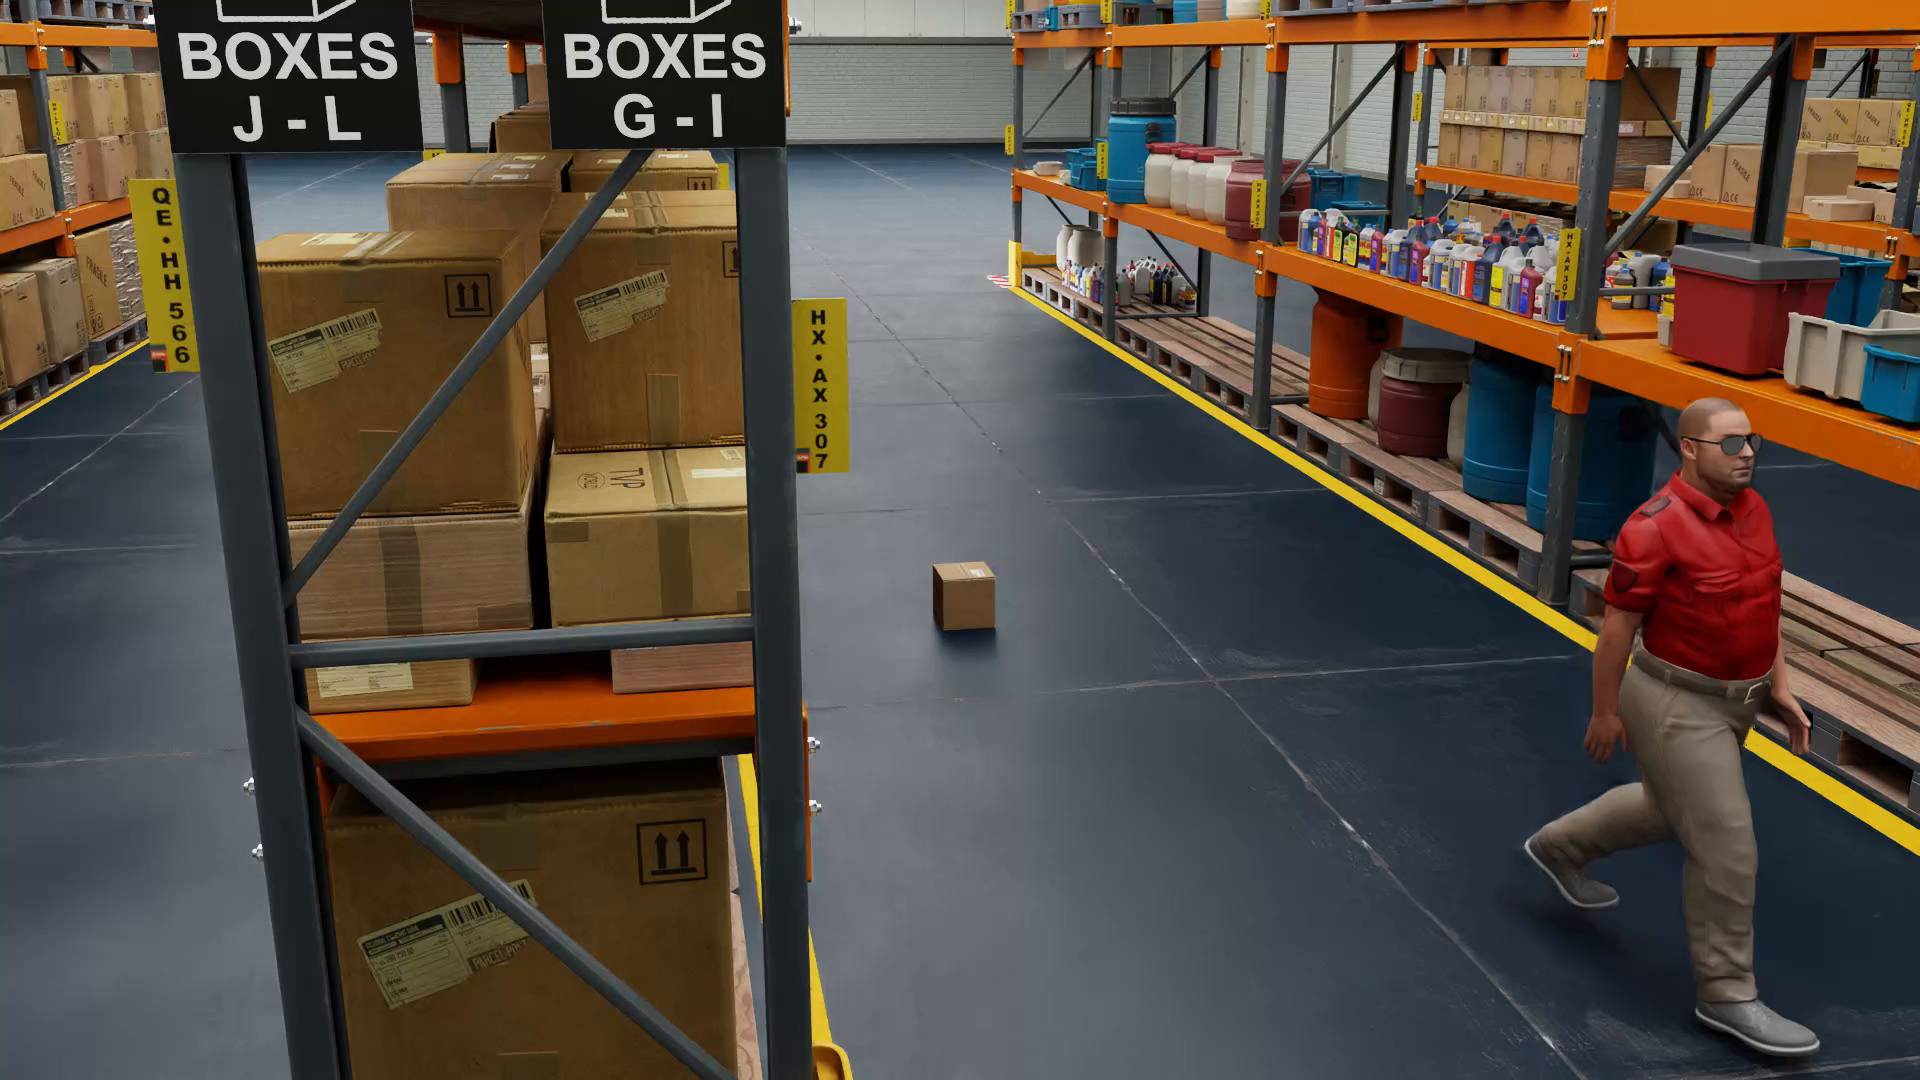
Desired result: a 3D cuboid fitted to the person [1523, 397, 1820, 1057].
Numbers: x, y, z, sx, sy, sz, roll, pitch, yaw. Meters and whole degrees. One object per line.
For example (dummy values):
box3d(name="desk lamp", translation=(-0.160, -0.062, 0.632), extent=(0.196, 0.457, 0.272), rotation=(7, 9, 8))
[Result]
box3d(name="person", translation=(2.004, 0.440, 4.546), extent=(0.532, 1.677, 1.015), rotation=(-12, 20, -34))
